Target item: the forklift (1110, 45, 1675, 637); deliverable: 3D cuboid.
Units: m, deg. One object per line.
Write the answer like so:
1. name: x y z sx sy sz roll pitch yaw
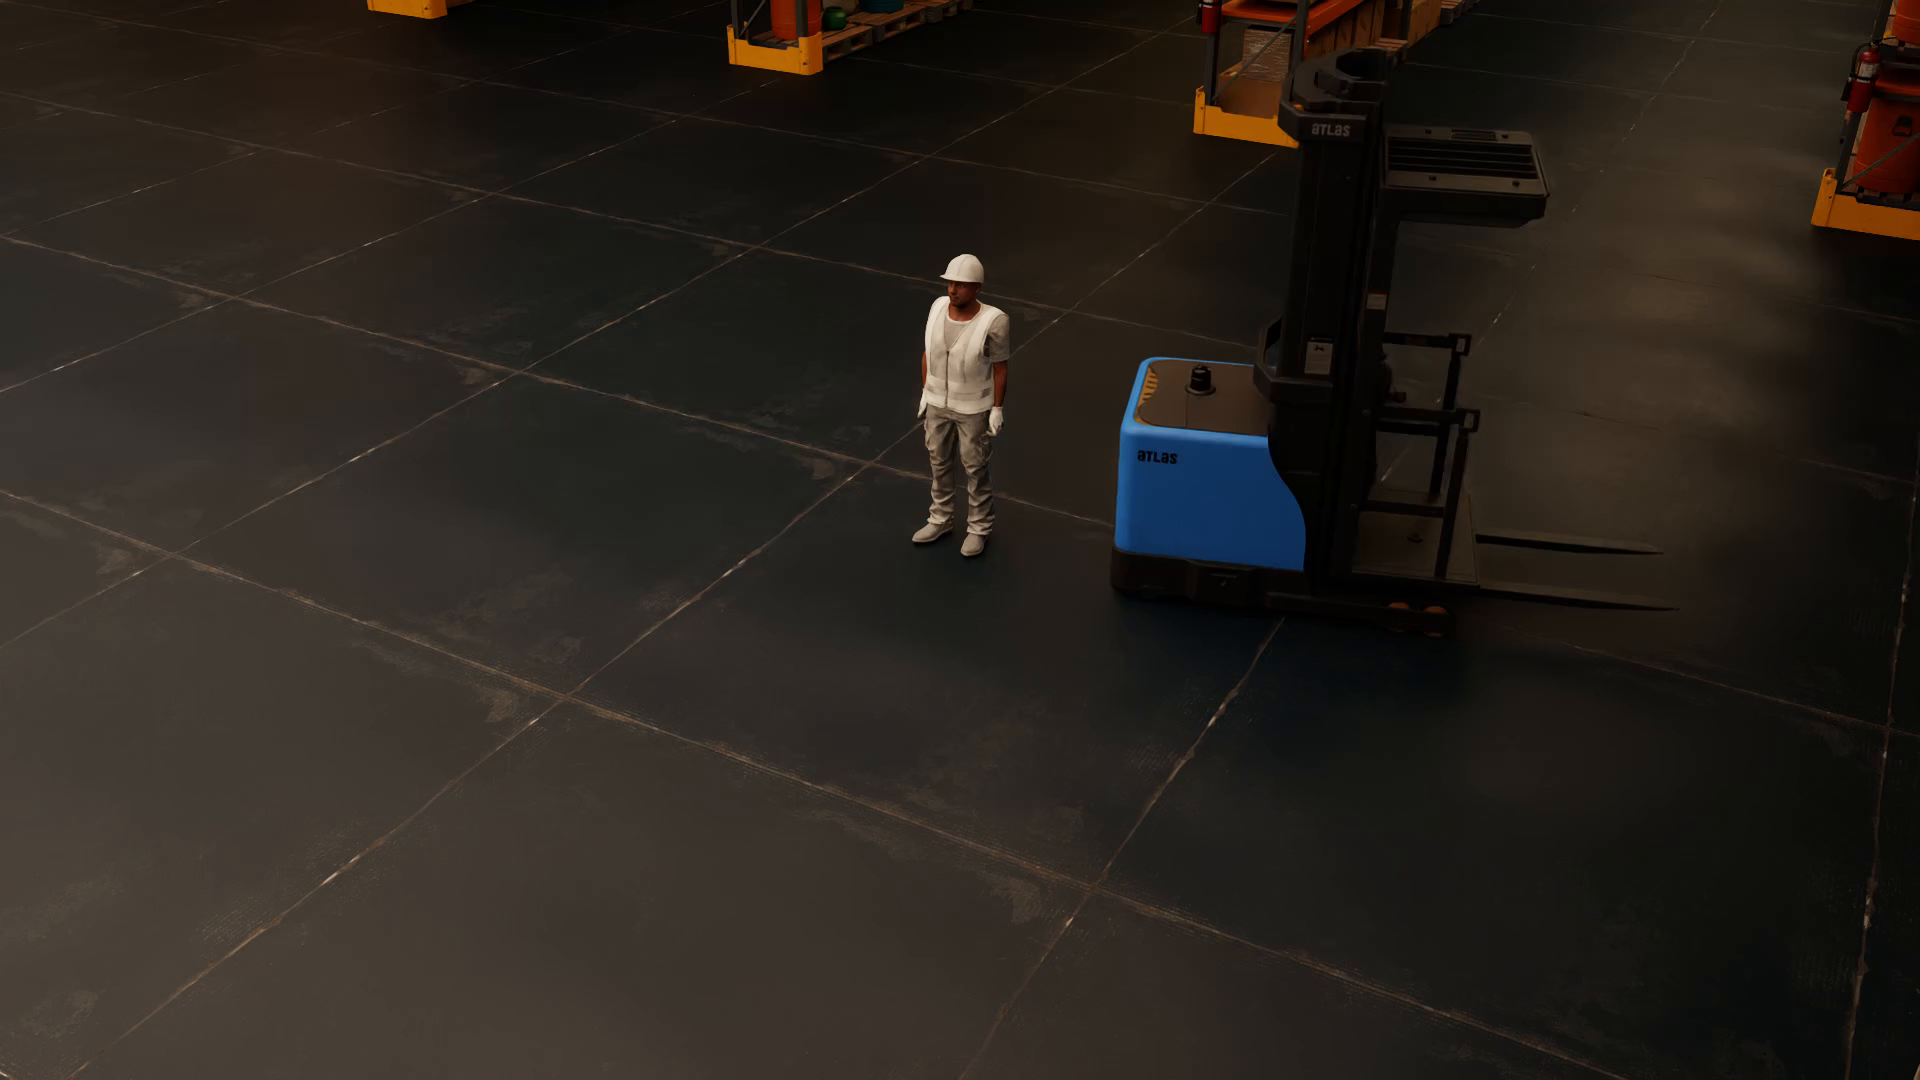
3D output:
1. forklift: 2.426 -1.032 8.858 3.031 2.935 1.130 6 31 11

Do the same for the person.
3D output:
1. person: 0.001 -0.771 9.554 0.543 1.789 0.387 15 33 25
